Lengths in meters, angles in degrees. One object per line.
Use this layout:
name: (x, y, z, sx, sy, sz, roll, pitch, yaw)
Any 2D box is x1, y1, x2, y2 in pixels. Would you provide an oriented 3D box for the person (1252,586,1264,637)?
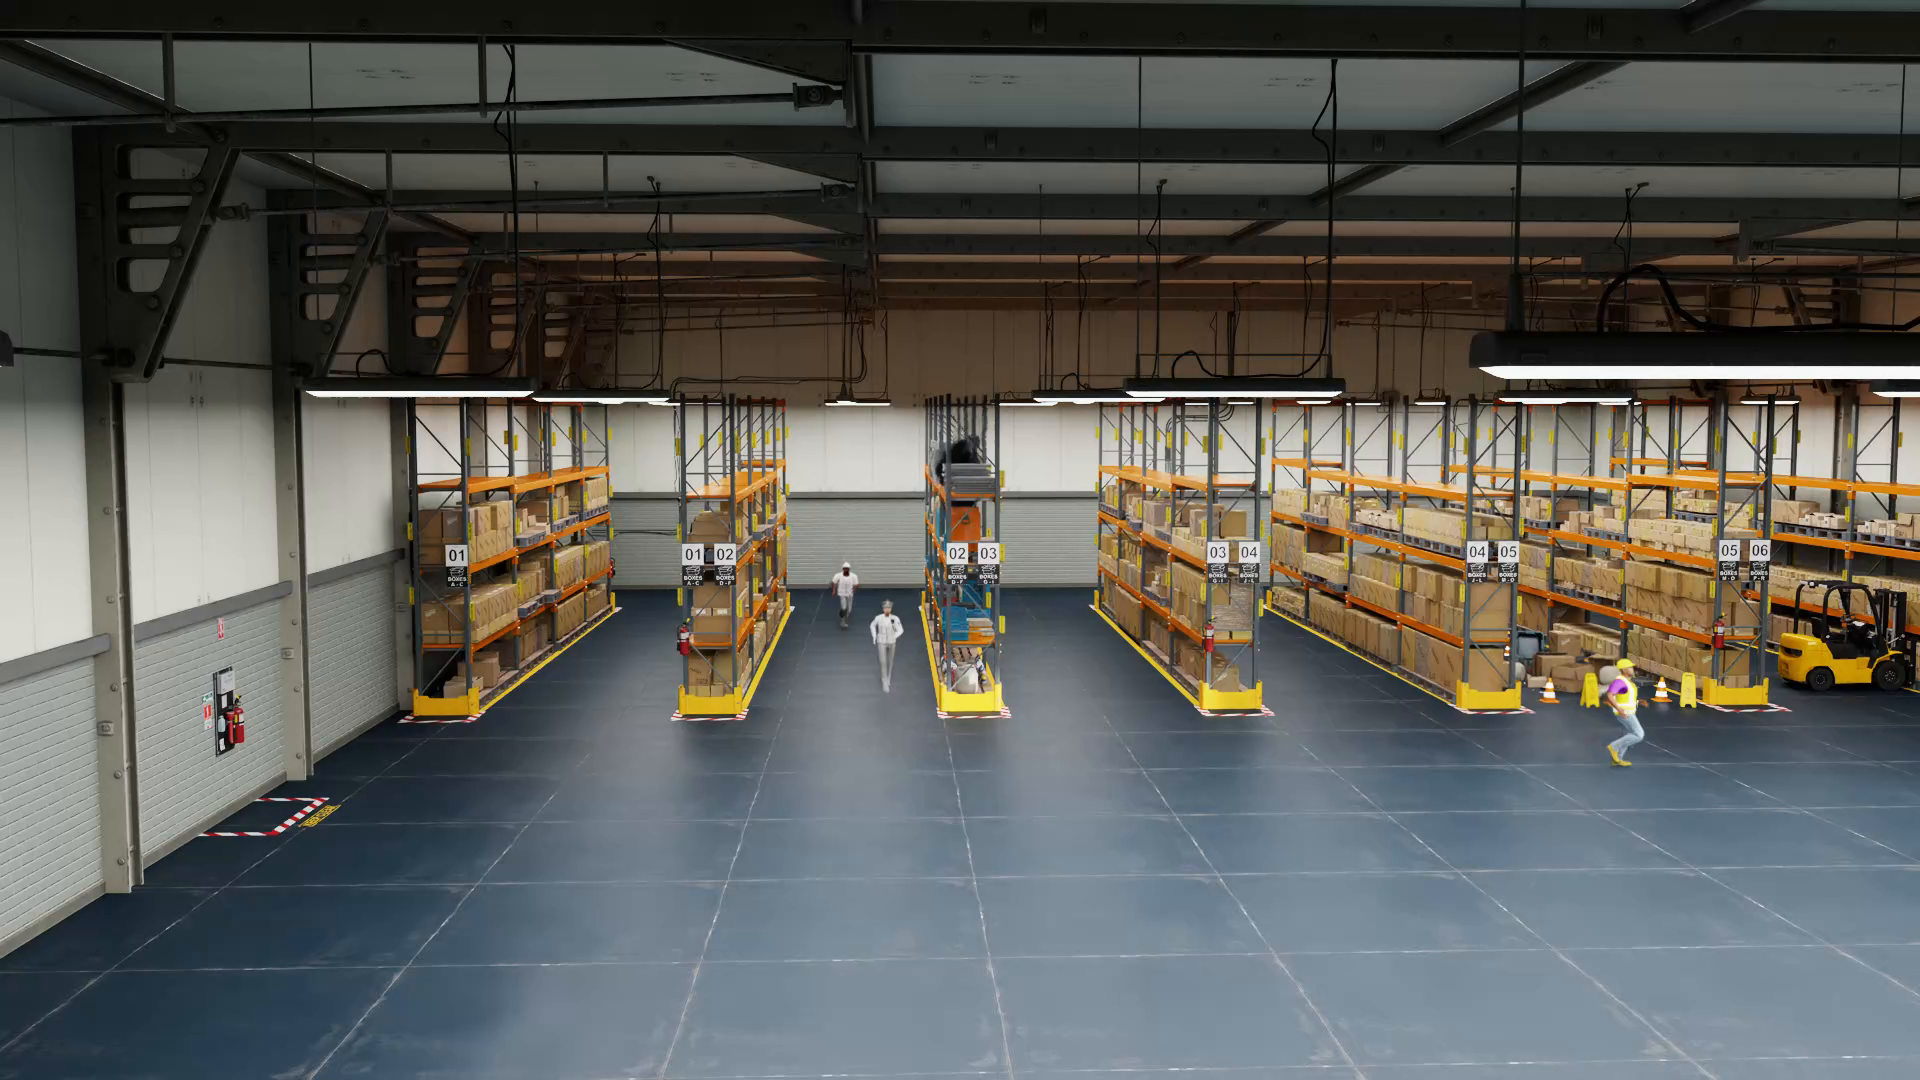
person: (7.057, 1.676, 40.429, 0.667, 1.738, 0.788, 0, 5, -4)

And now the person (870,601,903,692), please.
person: (-1.413, 2.032, 32.247, 0.622, 1.728, 0.795, -1, 5, -7)

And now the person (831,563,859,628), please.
person: (-2.961, 1.440, 43.111, 0.680, 1.716, 0.720, -1, 5, -15)

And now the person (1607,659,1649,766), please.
person: (10.671, 2.758, 26.542, 0.580, 1.719, 0.705, 3, 5, 30)
